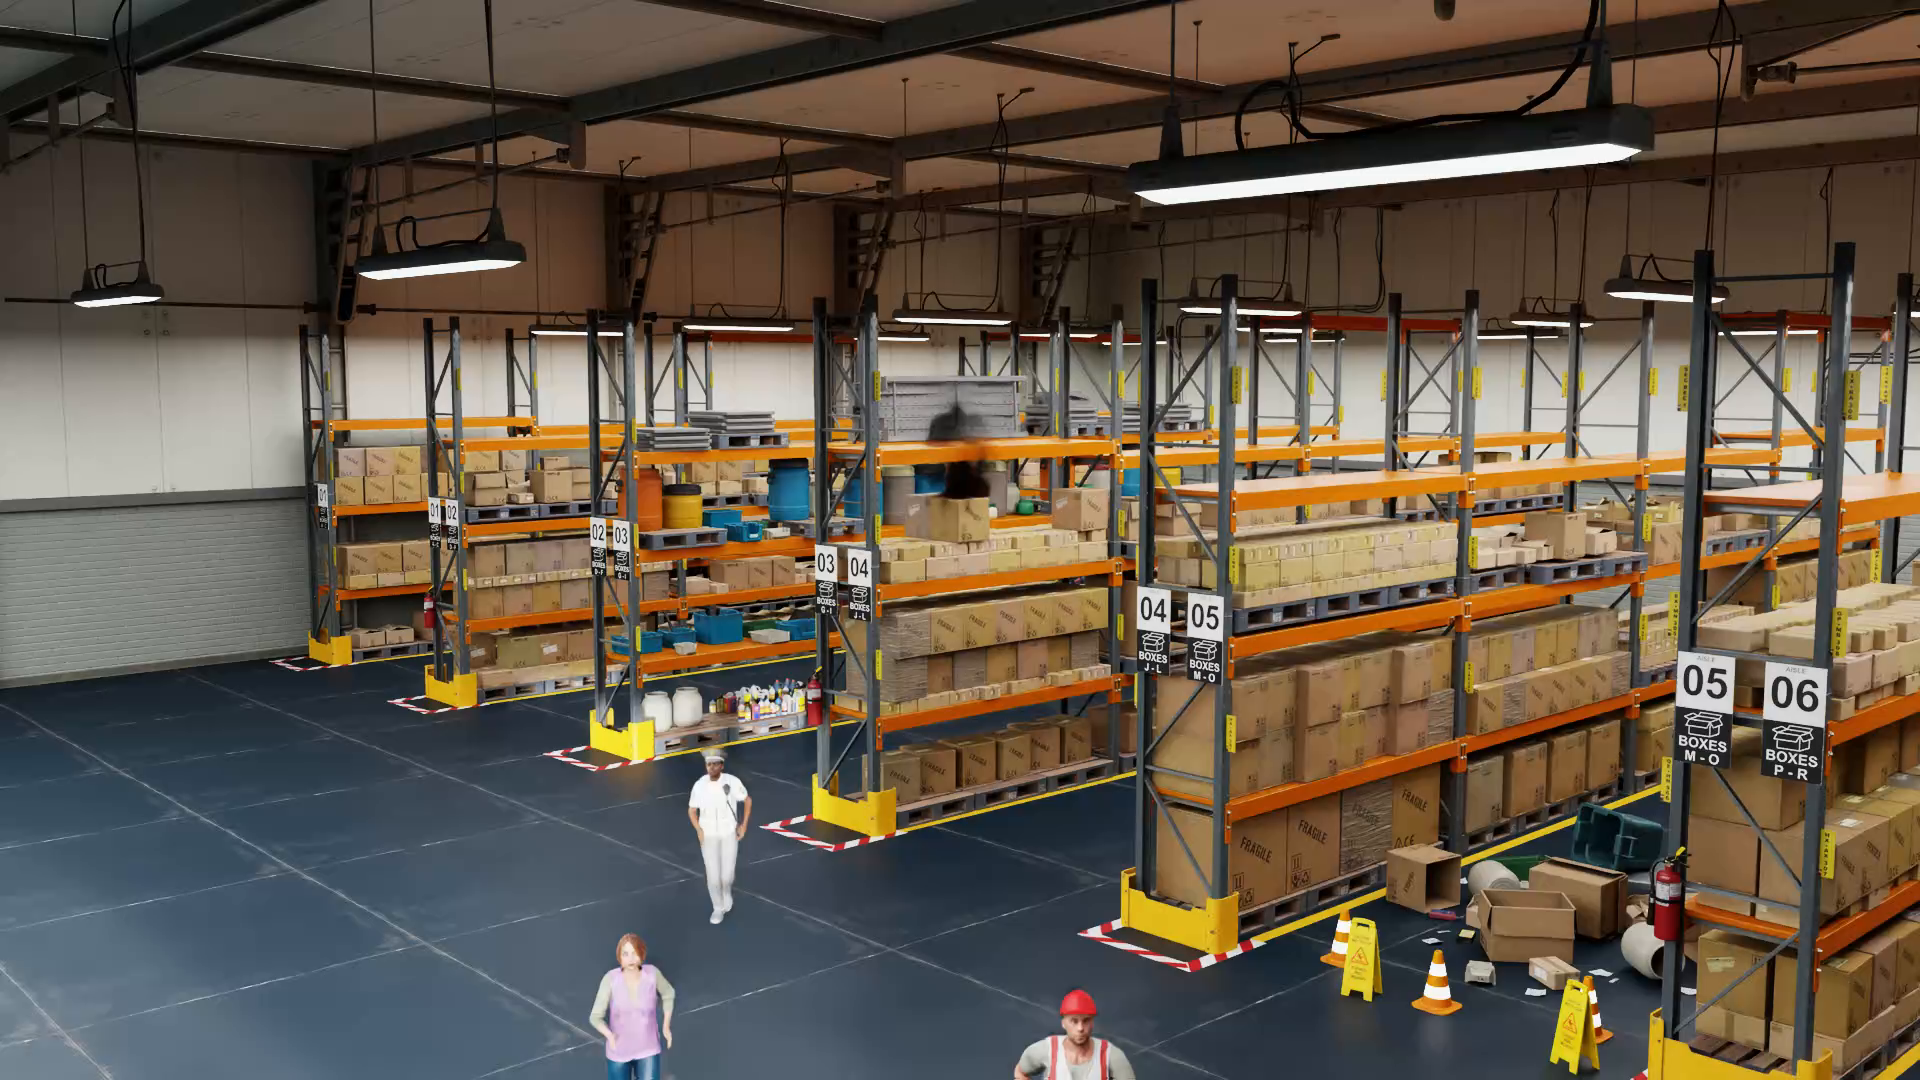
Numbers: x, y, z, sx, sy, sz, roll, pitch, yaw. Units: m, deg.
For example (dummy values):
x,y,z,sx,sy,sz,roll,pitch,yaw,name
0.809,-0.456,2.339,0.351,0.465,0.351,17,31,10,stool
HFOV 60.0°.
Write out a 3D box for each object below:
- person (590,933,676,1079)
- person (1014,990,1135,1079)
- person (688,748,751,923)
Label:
x,y,z,sx,sy,sz,roll,pitch,yaw,name
-2.092,3.293,10.679,0.545,1.591,0.869,-1,6,-12,person
0.640,3.331,9.076,0.660,1.782,0.990,0,6,-4,person
-2.264,2.775,15.607,0.586,1.660,0.495,0,6,-2,person
